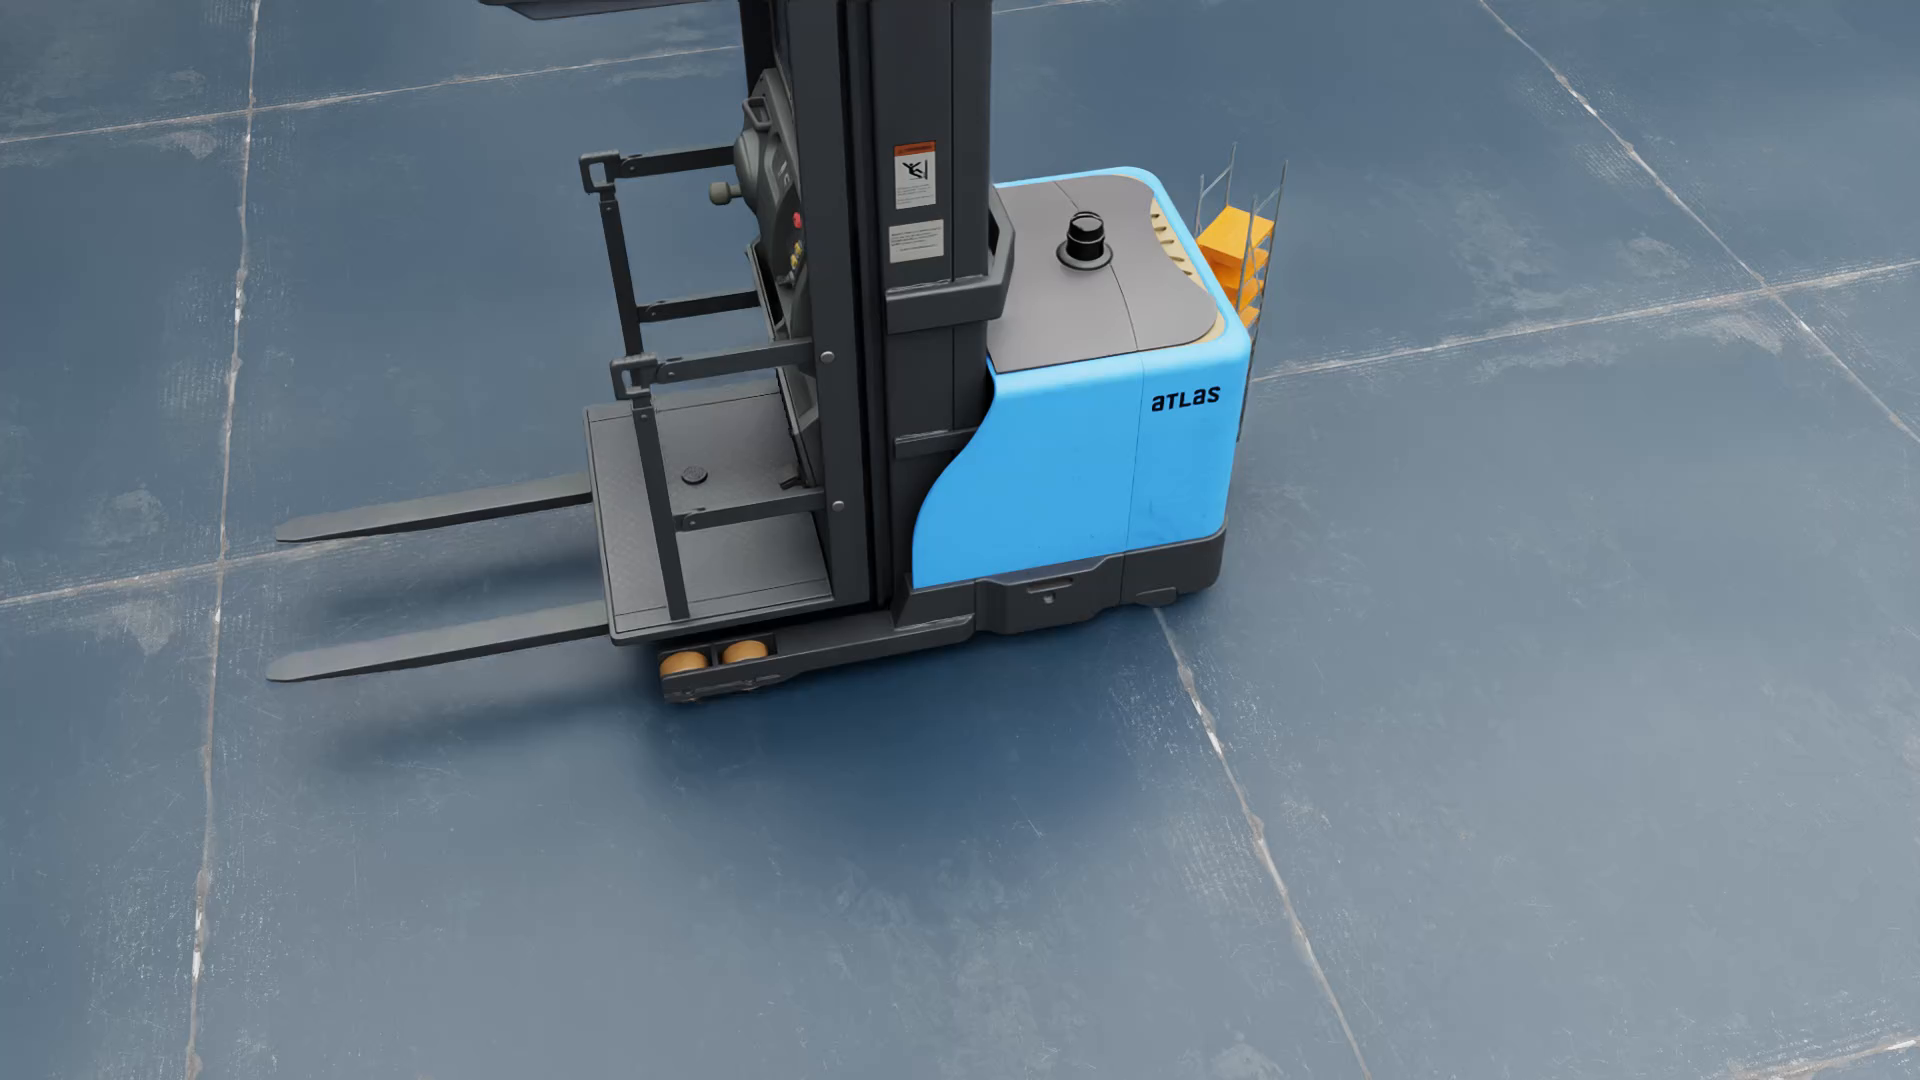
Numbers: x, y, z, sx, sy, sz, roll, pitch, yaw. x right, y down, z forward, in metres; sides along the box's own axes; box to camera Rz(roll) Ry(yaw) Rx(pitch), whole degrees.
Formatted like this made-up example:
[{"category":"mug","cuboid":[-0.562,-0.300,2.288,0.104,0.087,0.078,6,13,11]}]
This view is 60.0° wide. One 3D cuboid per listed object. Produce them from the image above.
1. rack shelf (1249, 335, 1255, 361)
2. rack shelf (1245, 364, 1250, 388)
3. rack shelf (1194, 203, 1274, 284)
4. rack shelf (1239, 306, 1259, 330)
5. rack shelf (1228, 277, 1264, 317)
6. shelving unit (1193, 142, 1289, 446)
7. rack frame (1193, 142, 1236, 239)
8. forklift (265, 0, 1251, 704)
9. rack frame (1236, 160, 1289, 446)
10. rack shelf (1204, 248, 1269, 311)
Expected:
[{"category":"rack shelf","cuboid":[0.888,-0.633,5.759,0.180,0.103,0.258,25,51,22]},{"category":"rack shelf","cuboid":[0.887,-0.549,5.845,0.180,0.103,0.258,25,51,22]},{"category":"rack shelf","cuboid":[0.890,-0.966,5.413,0.180,0.103,0.258,25,51,22]},{"category":"rack shelf","cuboid":[0.888,-0.716,5.672,0.180,0.103,0.258,25,51,22]},{"category":"rack shelf","cuboid":[0.889,-0.799,5.586,0.180,0.103,0.258,25,51,22]},{"category":"shelving unit","cuboid":[0.889,-0.747,5.640,0.189,1.200,0.258,25,51,22]},{"category":"rack frame","cuboid":[0.812,-0.783,5.675,0.006,1.200,0.240,25,51,22]},{"category":"forklift","cuboid":[-0.706,-0.934,4.613,3.031,2.935,1.130,-10,46,-10]},{"category":"rack frame","cuboid":[0.965,-0.711,5.606,0.006,1.200,0.240,25,51,22]},{"category":"rack shelf","cuboid":[0.890,-0.883,5.500,0.180,0.103,0.258,25,51,22]}]
